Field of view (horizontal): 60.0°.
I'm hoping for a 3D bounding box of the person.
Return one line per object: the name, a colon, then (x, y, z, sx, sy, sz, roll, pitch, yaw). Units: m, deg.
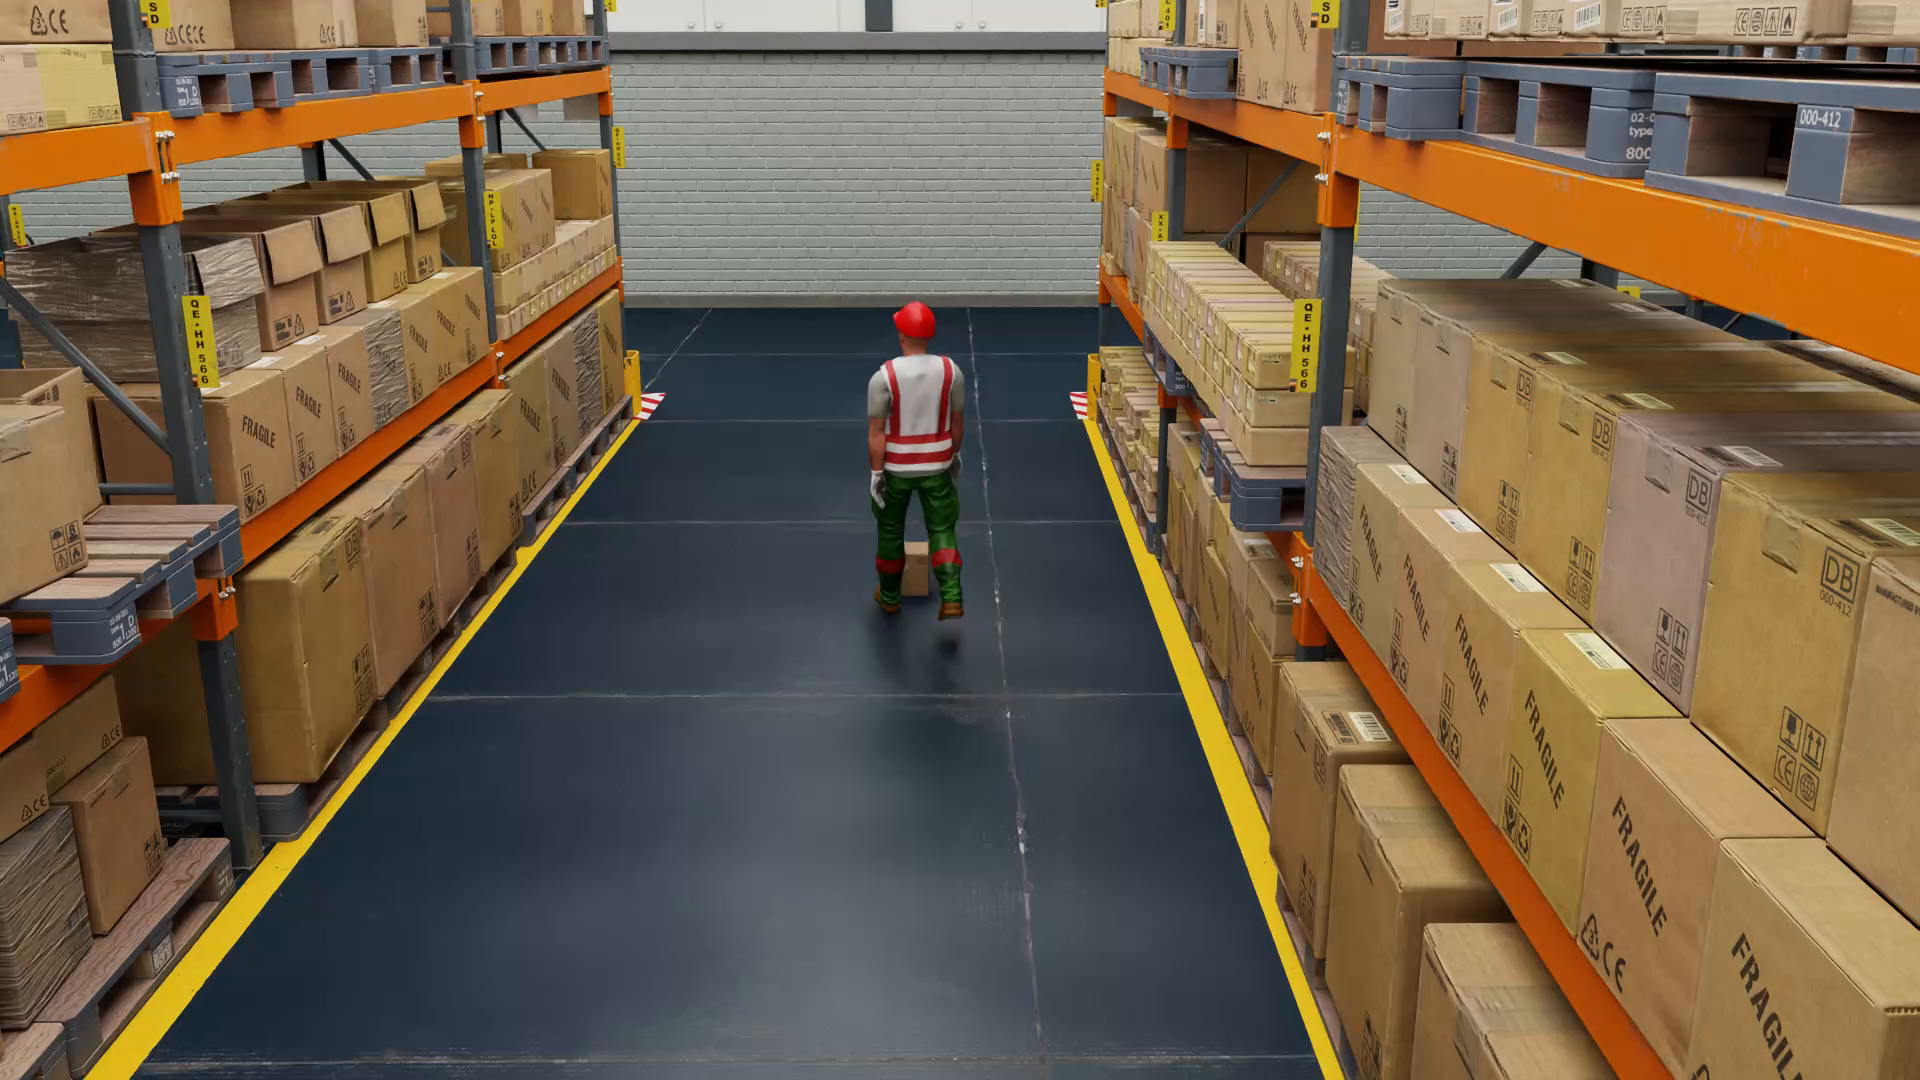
person: (-0.237, -0.402, 8.820, 0.543, 1.764, 0.894, -3, 17, -10)
